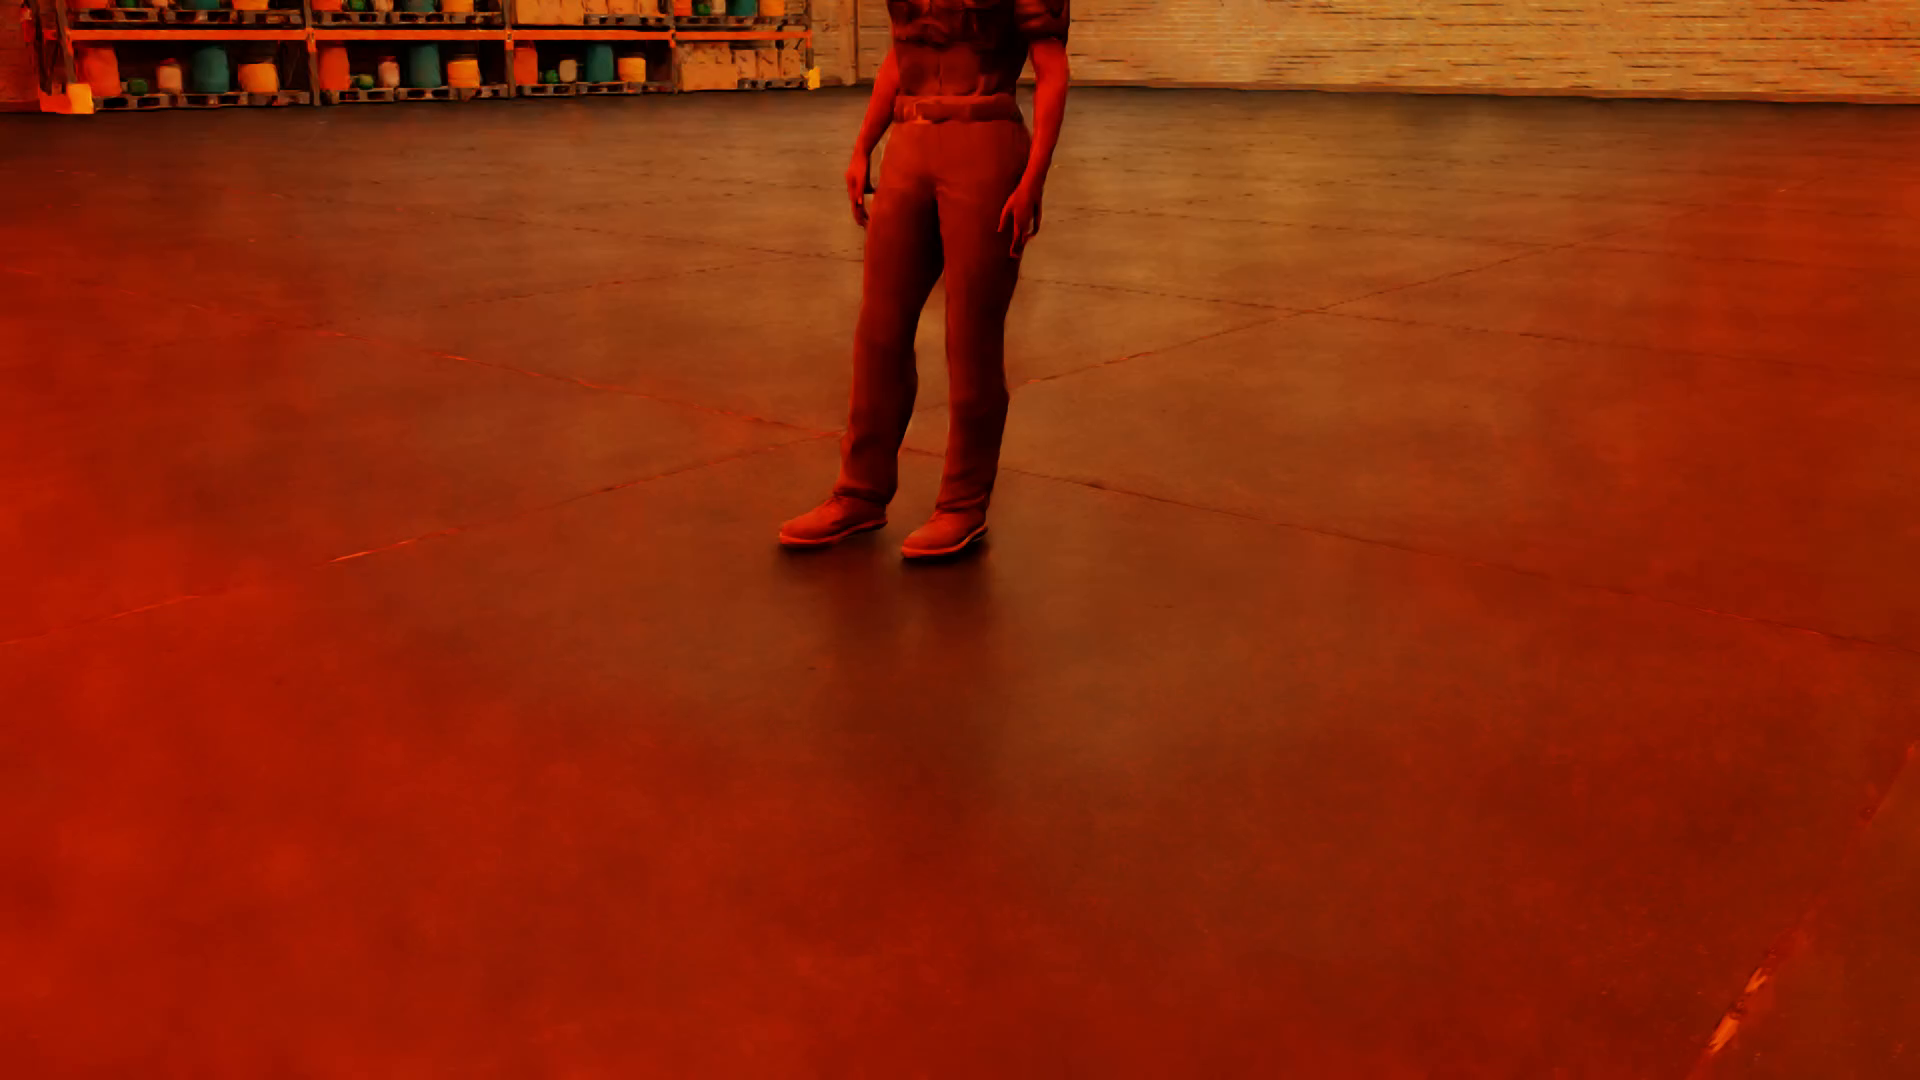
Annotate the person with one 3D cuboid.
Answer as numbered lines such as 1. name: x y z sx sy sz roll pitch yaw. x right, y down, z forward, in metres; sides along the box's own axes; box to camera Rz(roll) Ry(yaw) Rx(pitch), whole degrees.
1. person: -0.071 -0.782 3.646 0.570 1.656 0.503 13 21 37
